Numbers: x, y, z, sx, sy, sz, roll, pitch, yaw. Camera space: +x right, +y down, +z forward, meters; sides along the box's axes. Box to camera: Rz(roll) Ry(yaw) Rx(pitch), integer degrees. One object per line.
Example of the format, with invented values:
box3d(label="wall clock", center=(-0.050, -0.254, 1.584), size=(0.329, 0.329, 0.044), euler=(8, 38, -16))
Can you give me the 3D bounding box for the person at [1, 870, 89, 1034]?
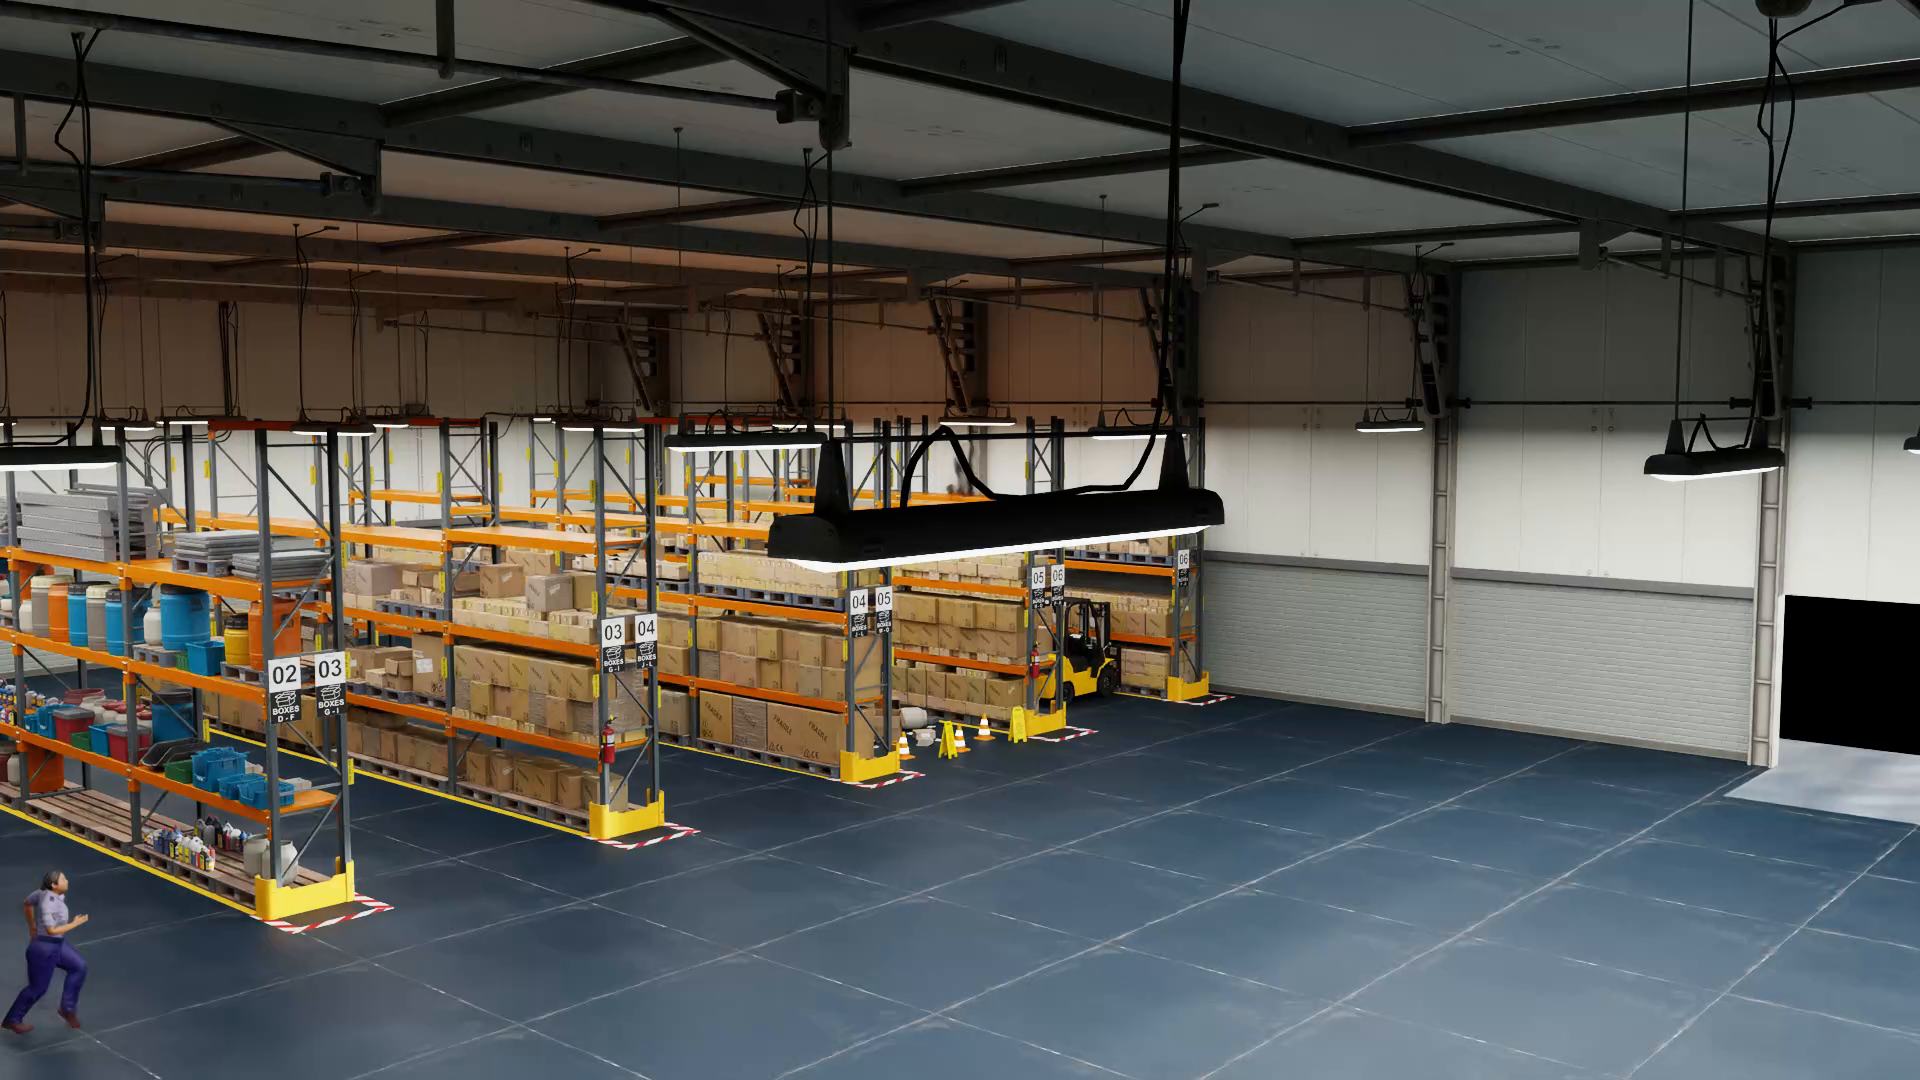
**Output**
box3d(label="person", center=(-9.168, 4.137, 16.656), size=(0.818, 1.673, 0.626), euler=(-2, 5, -24))
